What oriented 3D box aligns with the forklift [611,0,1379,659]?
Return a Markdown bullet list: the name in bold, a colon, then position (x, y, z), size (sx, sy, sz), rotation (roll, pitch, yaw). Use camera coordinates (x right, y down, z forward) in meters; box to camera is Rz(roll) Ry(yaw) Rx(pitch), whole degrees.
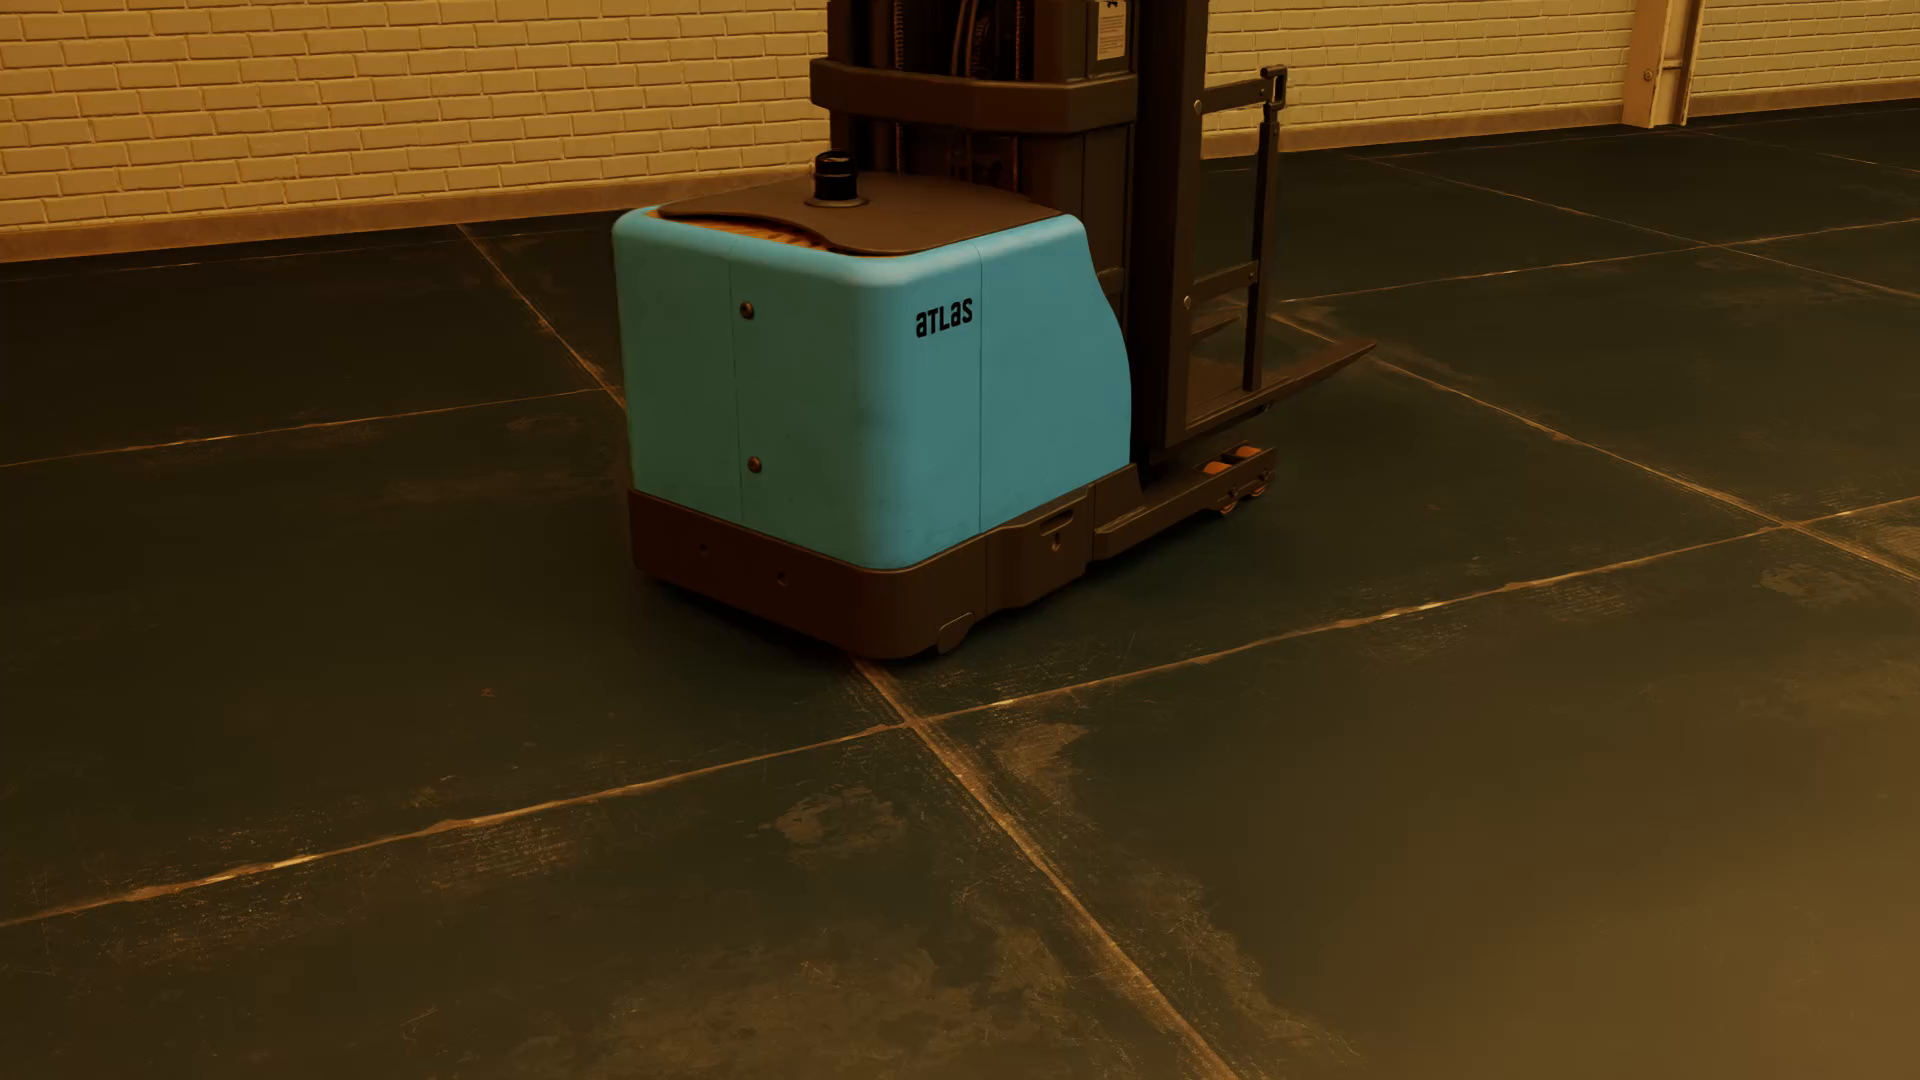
- **forklift**: position (0.385, -1.545, 5.005), size (1.130, 2.935, 3.031), rotation (18, 28, 36)
